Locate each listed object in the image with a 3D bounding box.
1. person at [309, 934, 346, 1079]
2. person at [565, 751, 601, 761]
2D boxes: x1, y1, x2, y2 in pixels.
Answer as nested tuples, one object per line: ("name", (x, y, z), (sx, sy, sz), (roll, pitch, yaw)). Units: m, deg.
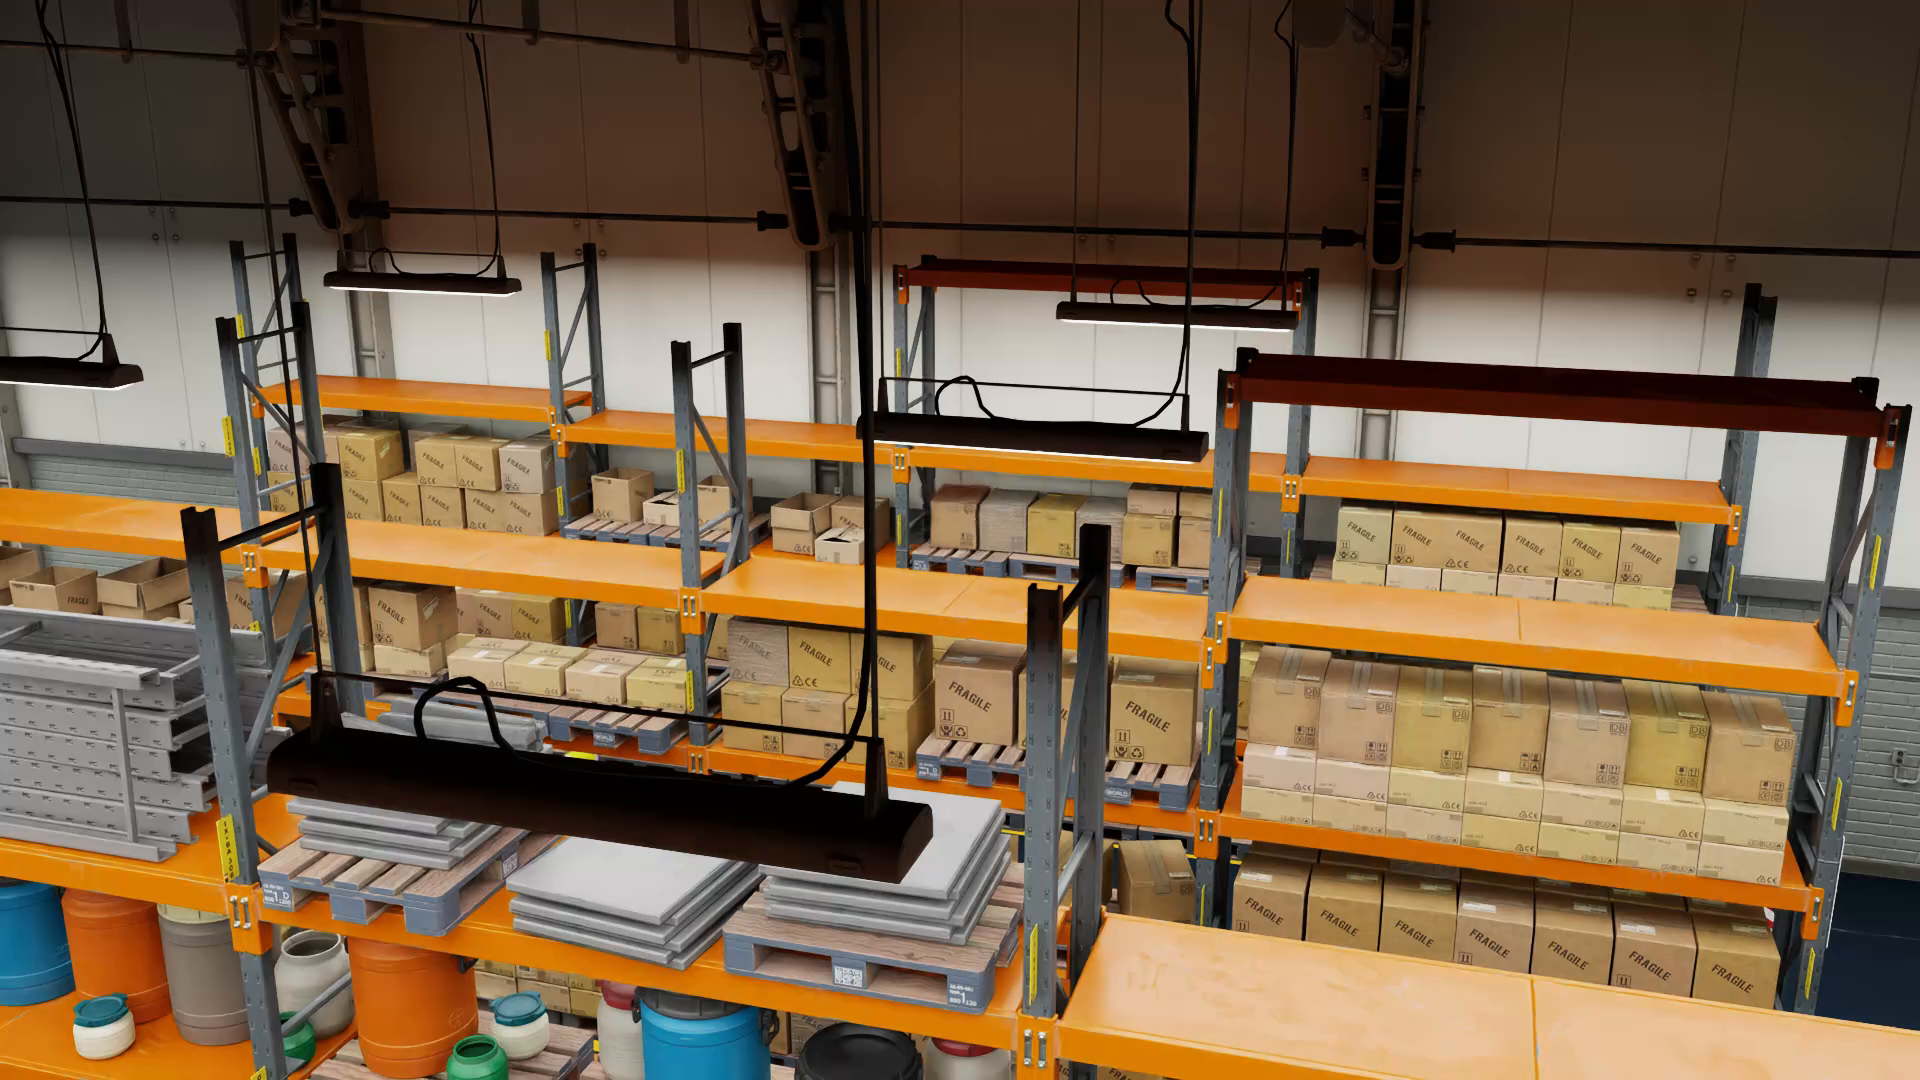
("person", (-4.887, 3.667, 12.889), (0.562, 1.754, 0.577), (7, 17, 22))
("person", (-3.812, 2.639, 16.456), (0.581, 1.807, 0.613), (7, 18, 24))
